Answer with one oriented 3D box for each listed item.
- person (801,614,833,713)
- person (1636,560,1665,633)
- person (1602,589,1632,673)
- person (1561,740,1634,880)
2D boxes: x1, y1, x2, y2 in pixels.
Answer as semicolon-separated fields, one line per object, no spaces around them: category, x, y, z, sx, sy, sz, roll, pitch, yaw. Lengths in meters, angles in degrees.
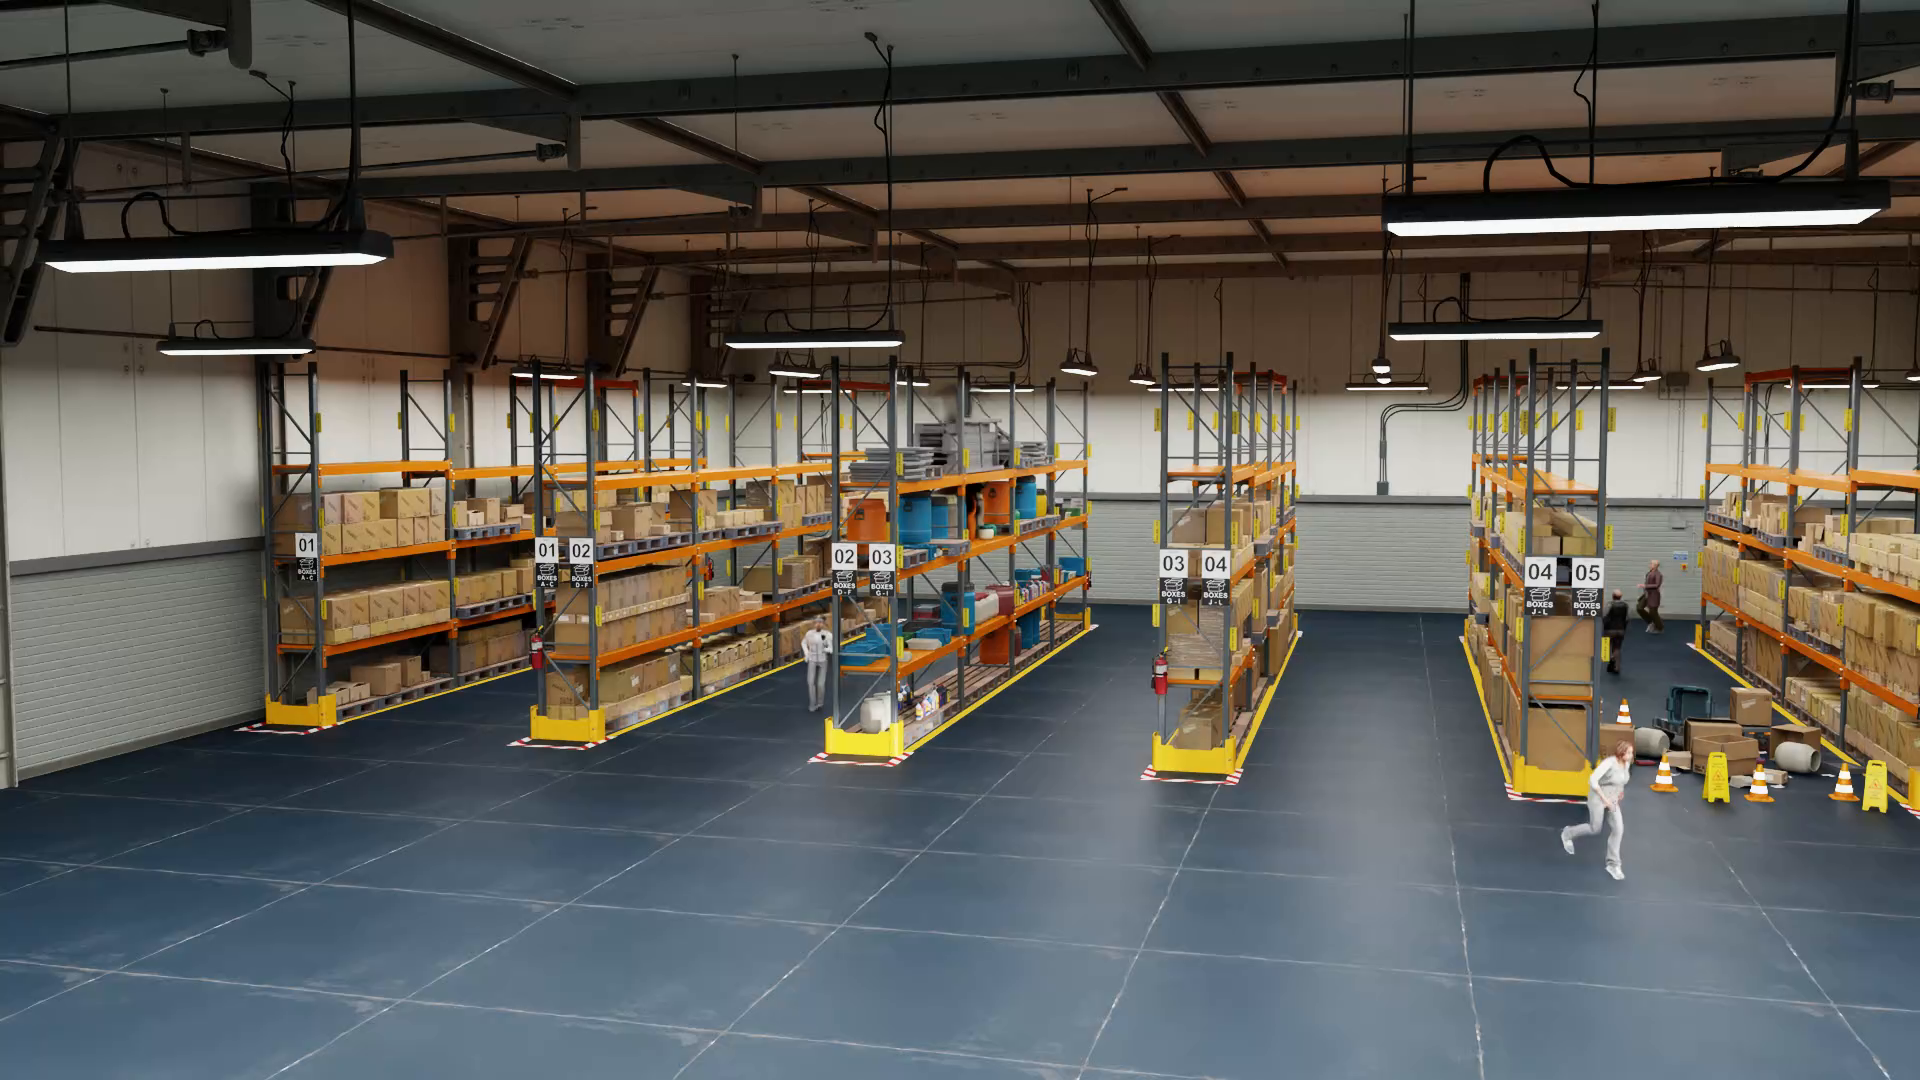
person;-2.469;2.143;28.838;0.588;1.710;0.686;0;4;-1
person;16.387;1.348;39.459;0.722;1.745;0.682;-1;4;-9
person;13.100;1.813;33.333;0.651;1.675;0.586;0;4;2
person;7.123;2.957;18.596;0.559;1.536;0.896;-3;5;-34
